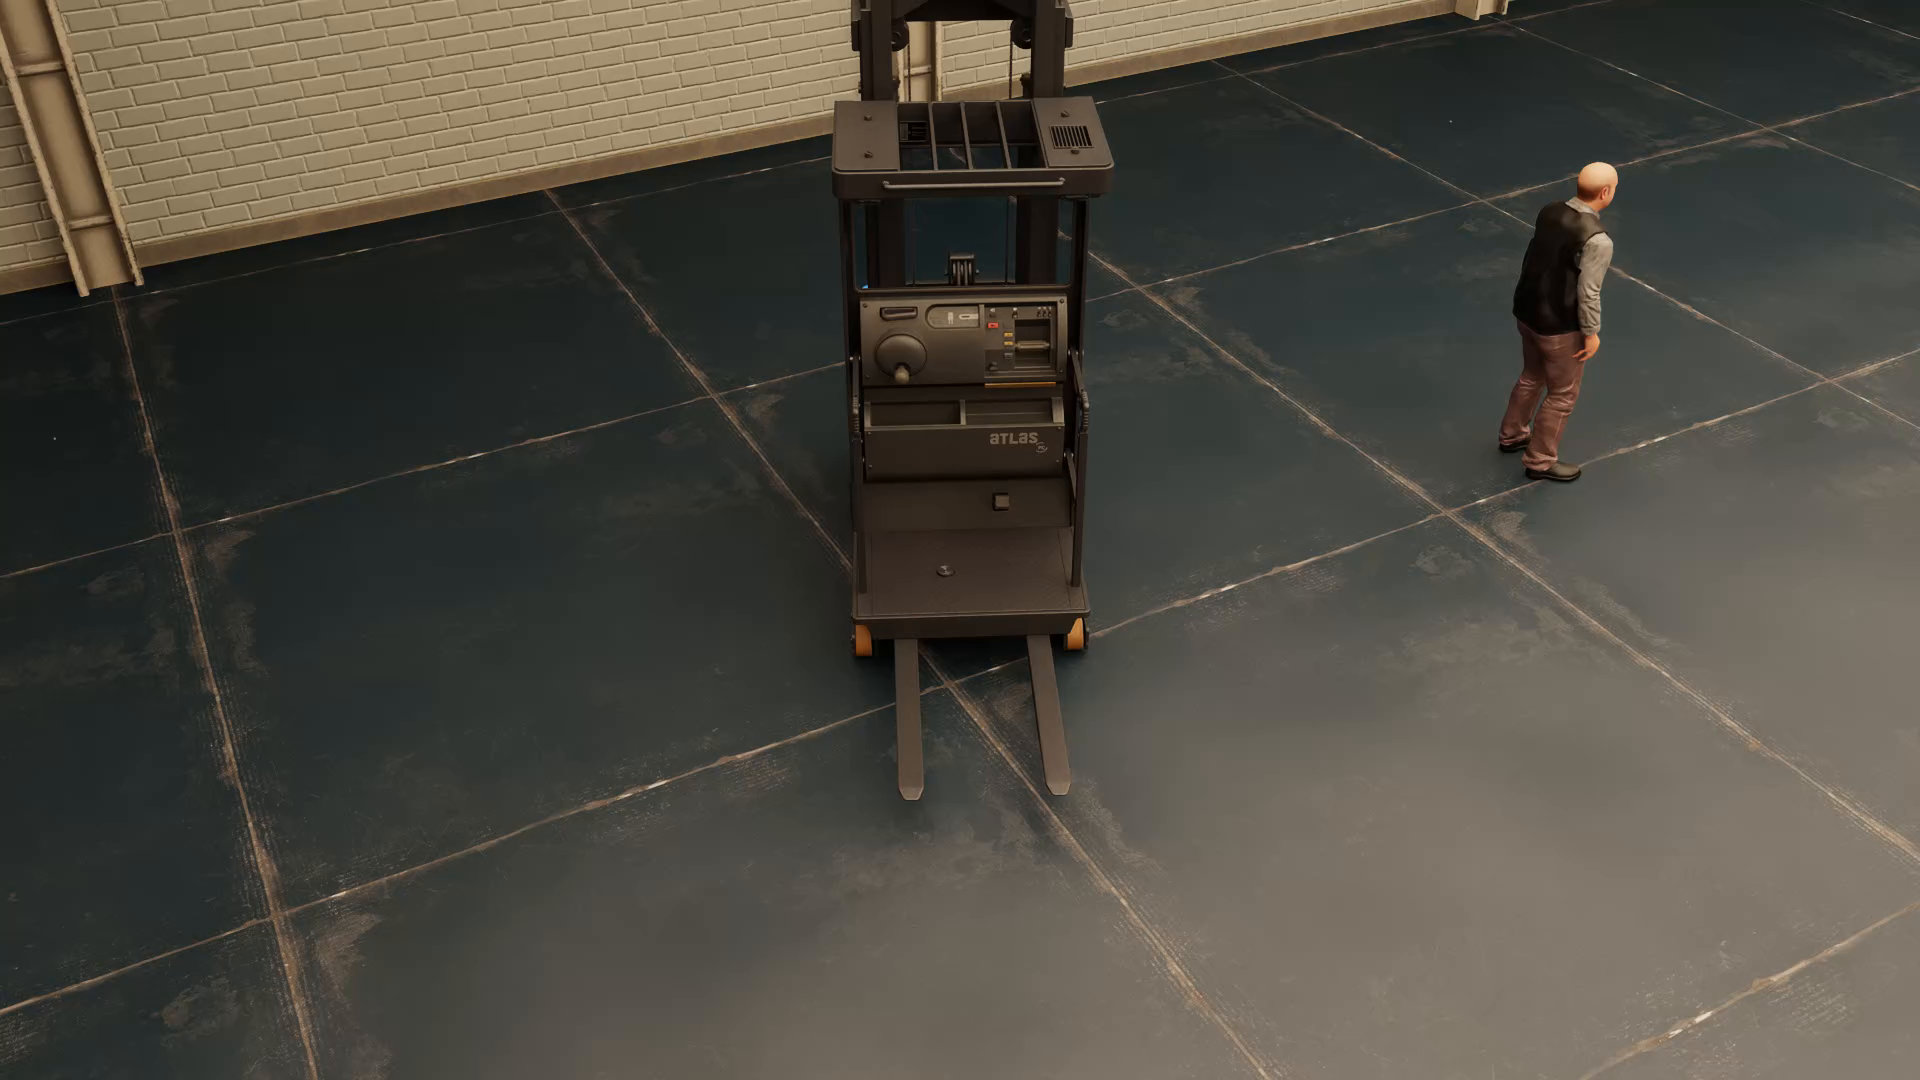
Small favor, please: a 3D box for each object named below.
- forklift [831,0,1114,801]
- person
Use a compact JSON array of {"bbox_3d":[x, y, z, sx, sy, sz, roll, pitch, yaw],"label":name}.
[{"bbox_3d":[0.031,-0.837,7.307,1.130,2.935,3.031,-2,35,-2],"label":"forklift"},{"bbox_3d":[3.158,-1.167,8.822,0.422,1.721,0.594,-9,36,-13],"label":"person"}]
